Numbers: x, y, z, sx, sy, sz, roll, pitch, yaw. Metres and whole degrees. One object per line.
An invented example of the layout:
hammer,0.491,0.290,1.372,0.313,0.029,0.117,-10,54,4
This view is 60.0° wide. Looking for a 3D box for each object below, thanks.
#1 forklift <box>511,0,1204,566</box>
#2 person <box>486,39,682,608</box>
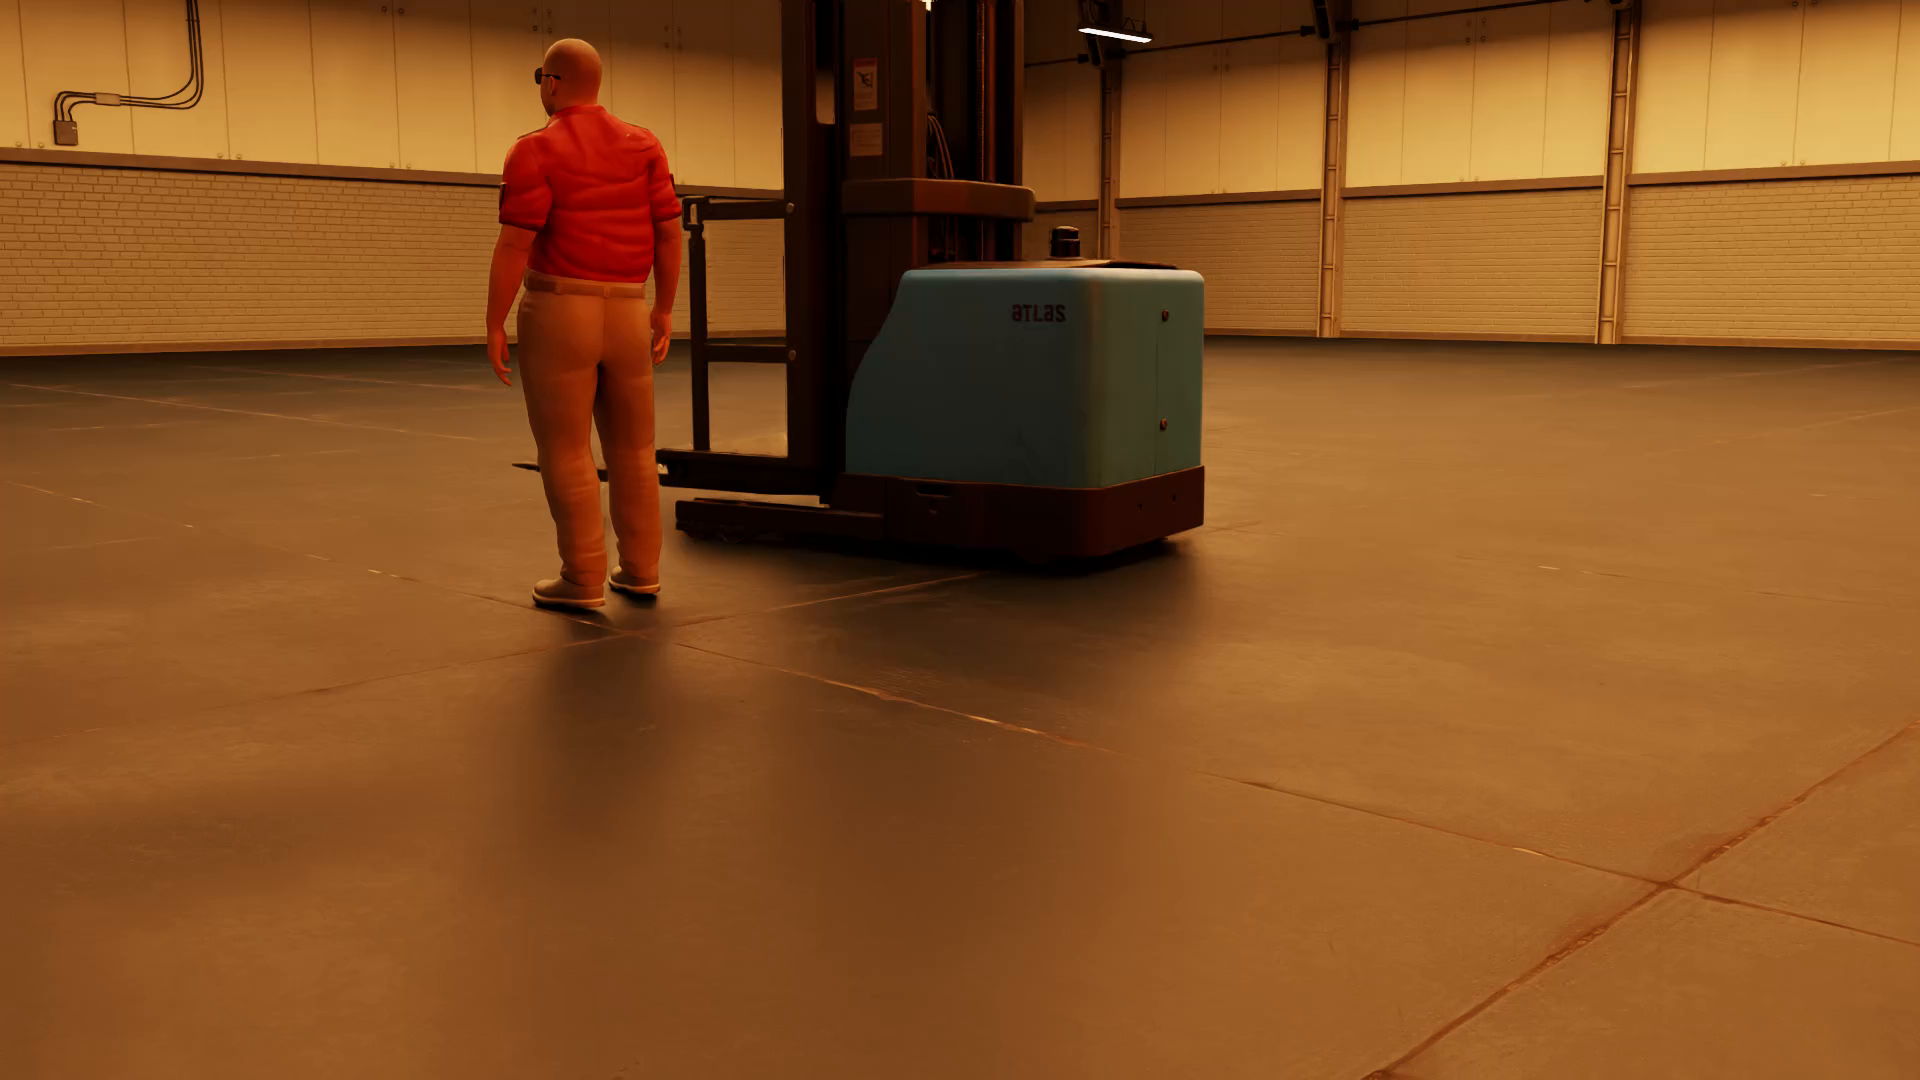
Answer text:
forklift,-0.558,-1.497,6.814,3.031,2.935,1.130,5,10,31
person,-1.204,-0.653,5.202,0.640,1.727,0.551,-7,11,-38
